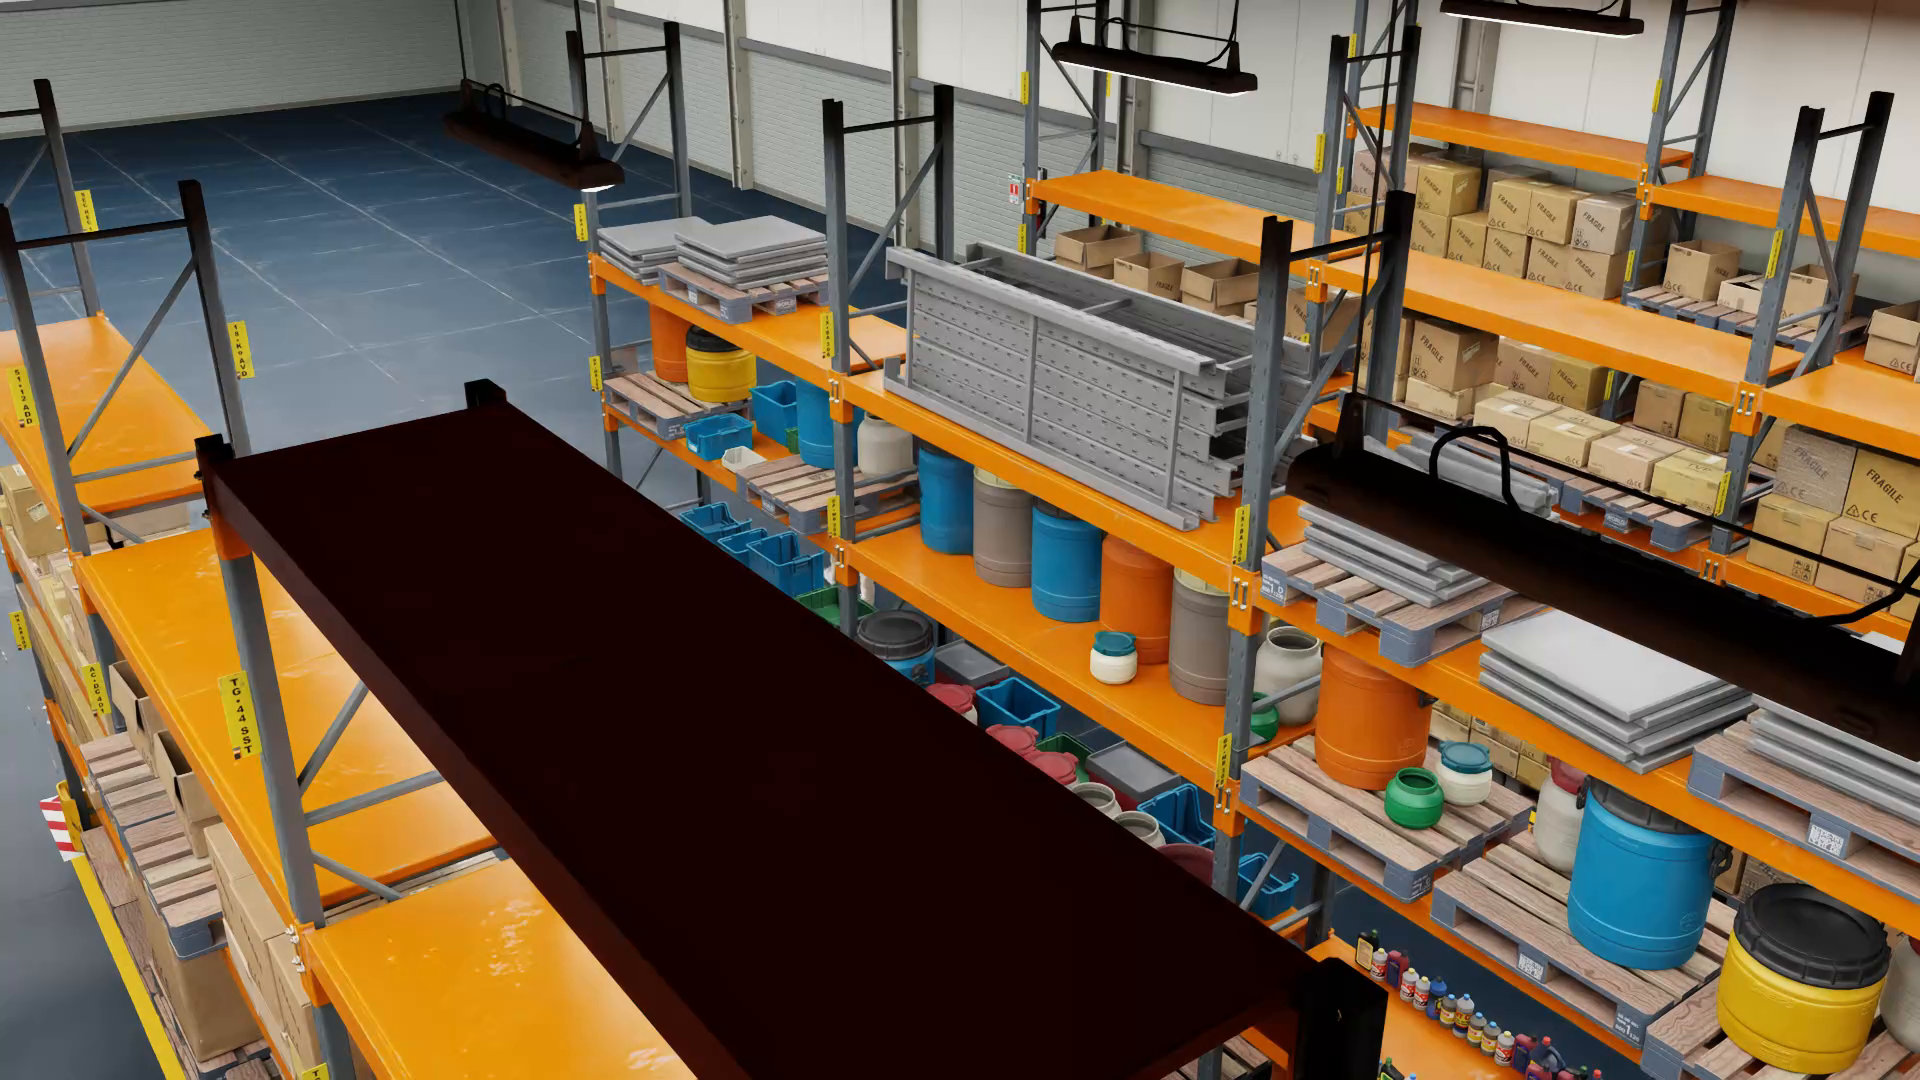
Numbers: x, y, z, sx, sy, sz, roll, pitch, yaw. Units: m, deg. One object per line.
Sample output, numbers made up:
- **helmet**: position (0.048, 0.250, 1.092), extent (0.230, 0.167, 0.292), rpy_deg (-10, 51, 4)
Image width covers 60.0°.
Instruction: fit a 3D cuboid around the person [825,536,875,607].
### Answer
- **person**: position (-1.109, -0.176, 17.335), extent (0.566, 1.685, 0.951), rpy_deg (-4, 25, -9)
